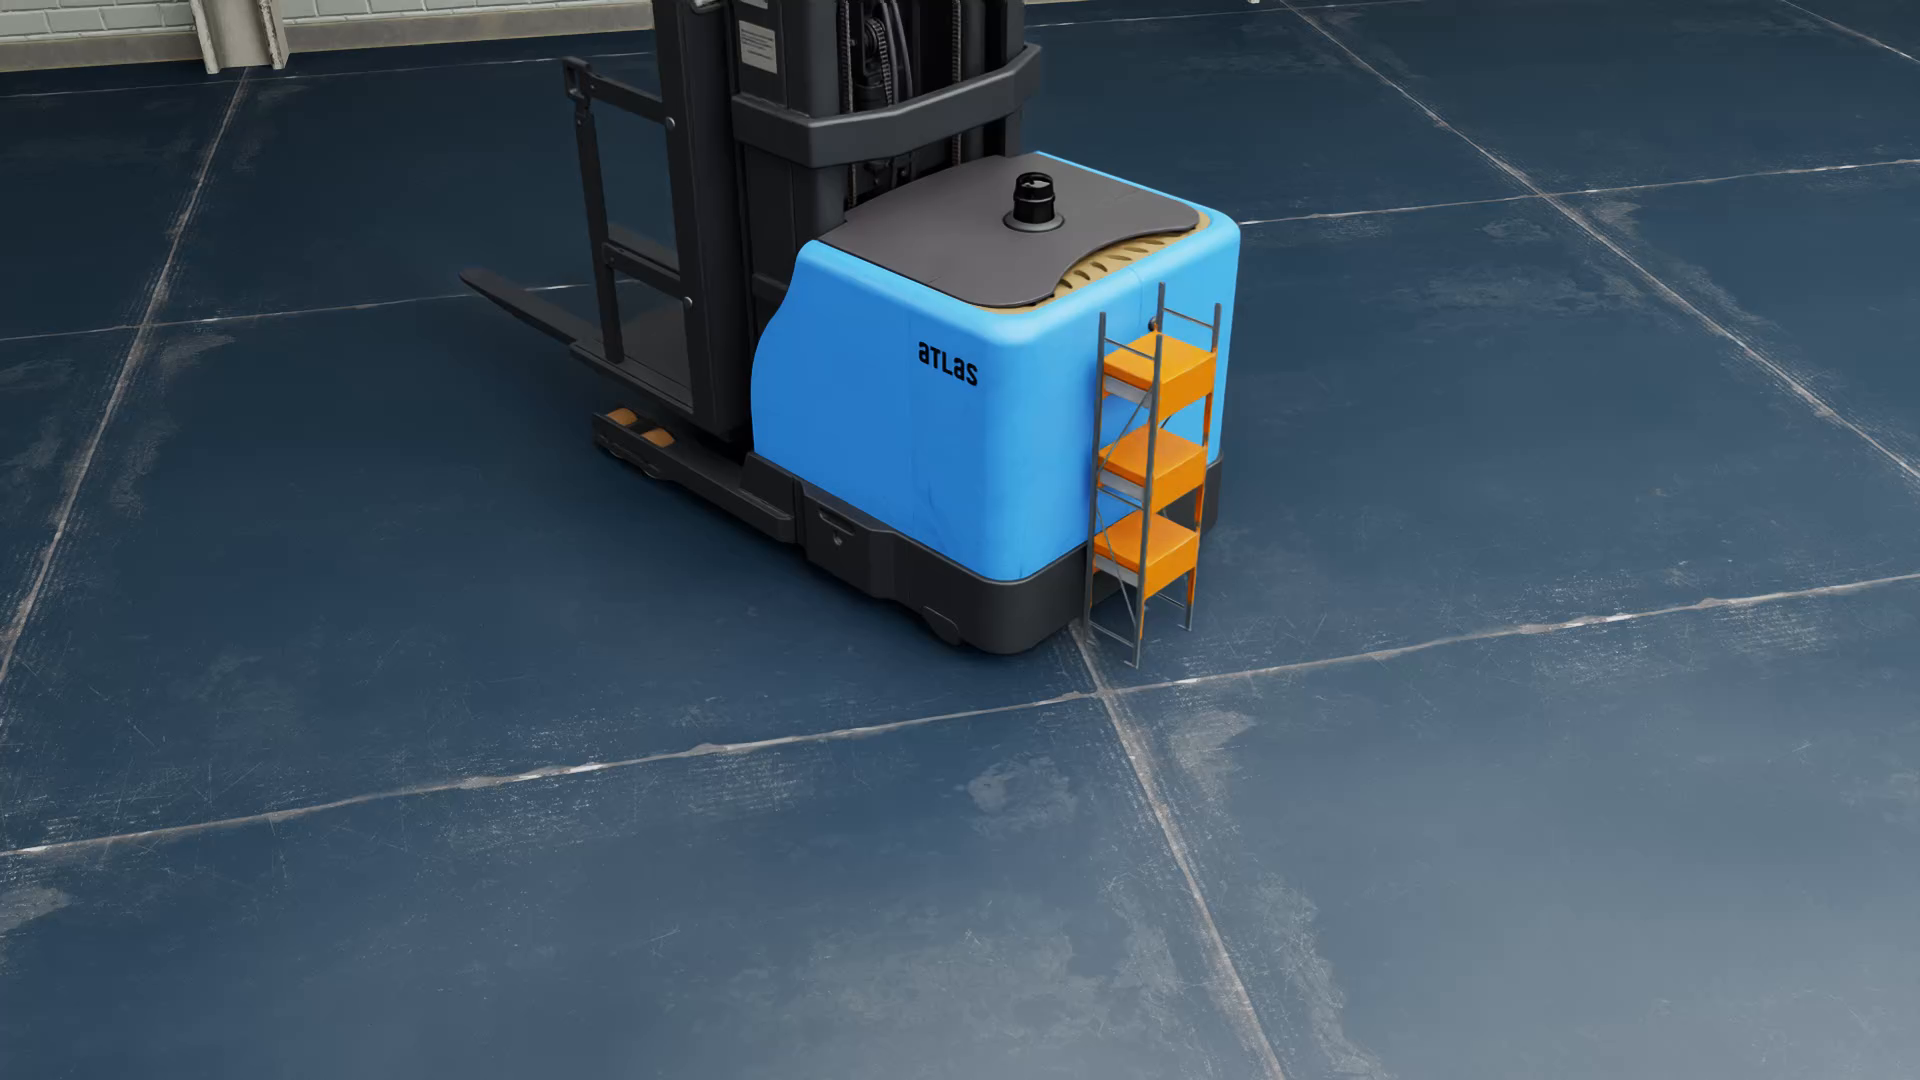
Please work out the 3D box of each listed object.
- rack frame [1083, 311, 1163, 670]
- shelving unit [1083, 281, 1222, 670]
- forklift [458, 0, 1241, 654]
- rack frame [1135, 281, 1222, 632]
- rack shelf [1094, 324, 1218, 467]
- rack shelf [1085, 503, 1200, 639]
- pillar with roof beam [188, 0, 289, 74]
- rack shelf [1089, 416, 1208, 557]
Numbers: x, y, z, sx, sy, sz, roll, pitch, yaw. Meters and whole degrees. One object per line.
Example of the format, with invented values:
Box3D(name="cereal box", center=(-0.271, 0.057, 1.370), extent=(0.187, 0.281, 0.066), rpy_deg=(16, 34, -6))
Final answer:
Box3D(name="rack frame", center=(0.430, -0.108, 4.469), extent=(0.200, 1.050, 0.008), rpy_deg=(28, 43, 35))
Box3D(name="shelving unit", center=(0.514, -0.157, 4.542), extent=(0.215, 1.050, 0.252), rpy_deg=(28, 43, 35))
Box3D(name="forklift", center=(-0.603, -1.608, 5.016), extent=(3.031, 2.935, 1.130), rpy_deg=(28, 43, 35))
Box3D(name="rack frame", center=(0.599, -0.206, 4.615), extent=(0.200, 1.050, 0.008), rpy_deg=(28, 43, 35))
Box3D(name="rack shelf", center=(0.514, -0.384, 4.390), extent=(0.215, 0.259, 0.240), rpy_deg=(28, 43, 35))
Box3D(name="rack shelf", center=(0.514, 0.082, 4.703), extent=(0.215, 0.259, 0.240), rpy_deg=(28, 43, 35))
Box3D(name="pillar with roof beam", center=(-2.975, -4.034, 3.185), extent=(0.400, 9.000, 9.100), rpy_deg=(-7, 35, -11))
Box3D(name="rack shelf", center=(0.514, -0.148, 4.548), extent=(0.215, 0.259, 0.240), rpy_deg=(28, 43, 35))
